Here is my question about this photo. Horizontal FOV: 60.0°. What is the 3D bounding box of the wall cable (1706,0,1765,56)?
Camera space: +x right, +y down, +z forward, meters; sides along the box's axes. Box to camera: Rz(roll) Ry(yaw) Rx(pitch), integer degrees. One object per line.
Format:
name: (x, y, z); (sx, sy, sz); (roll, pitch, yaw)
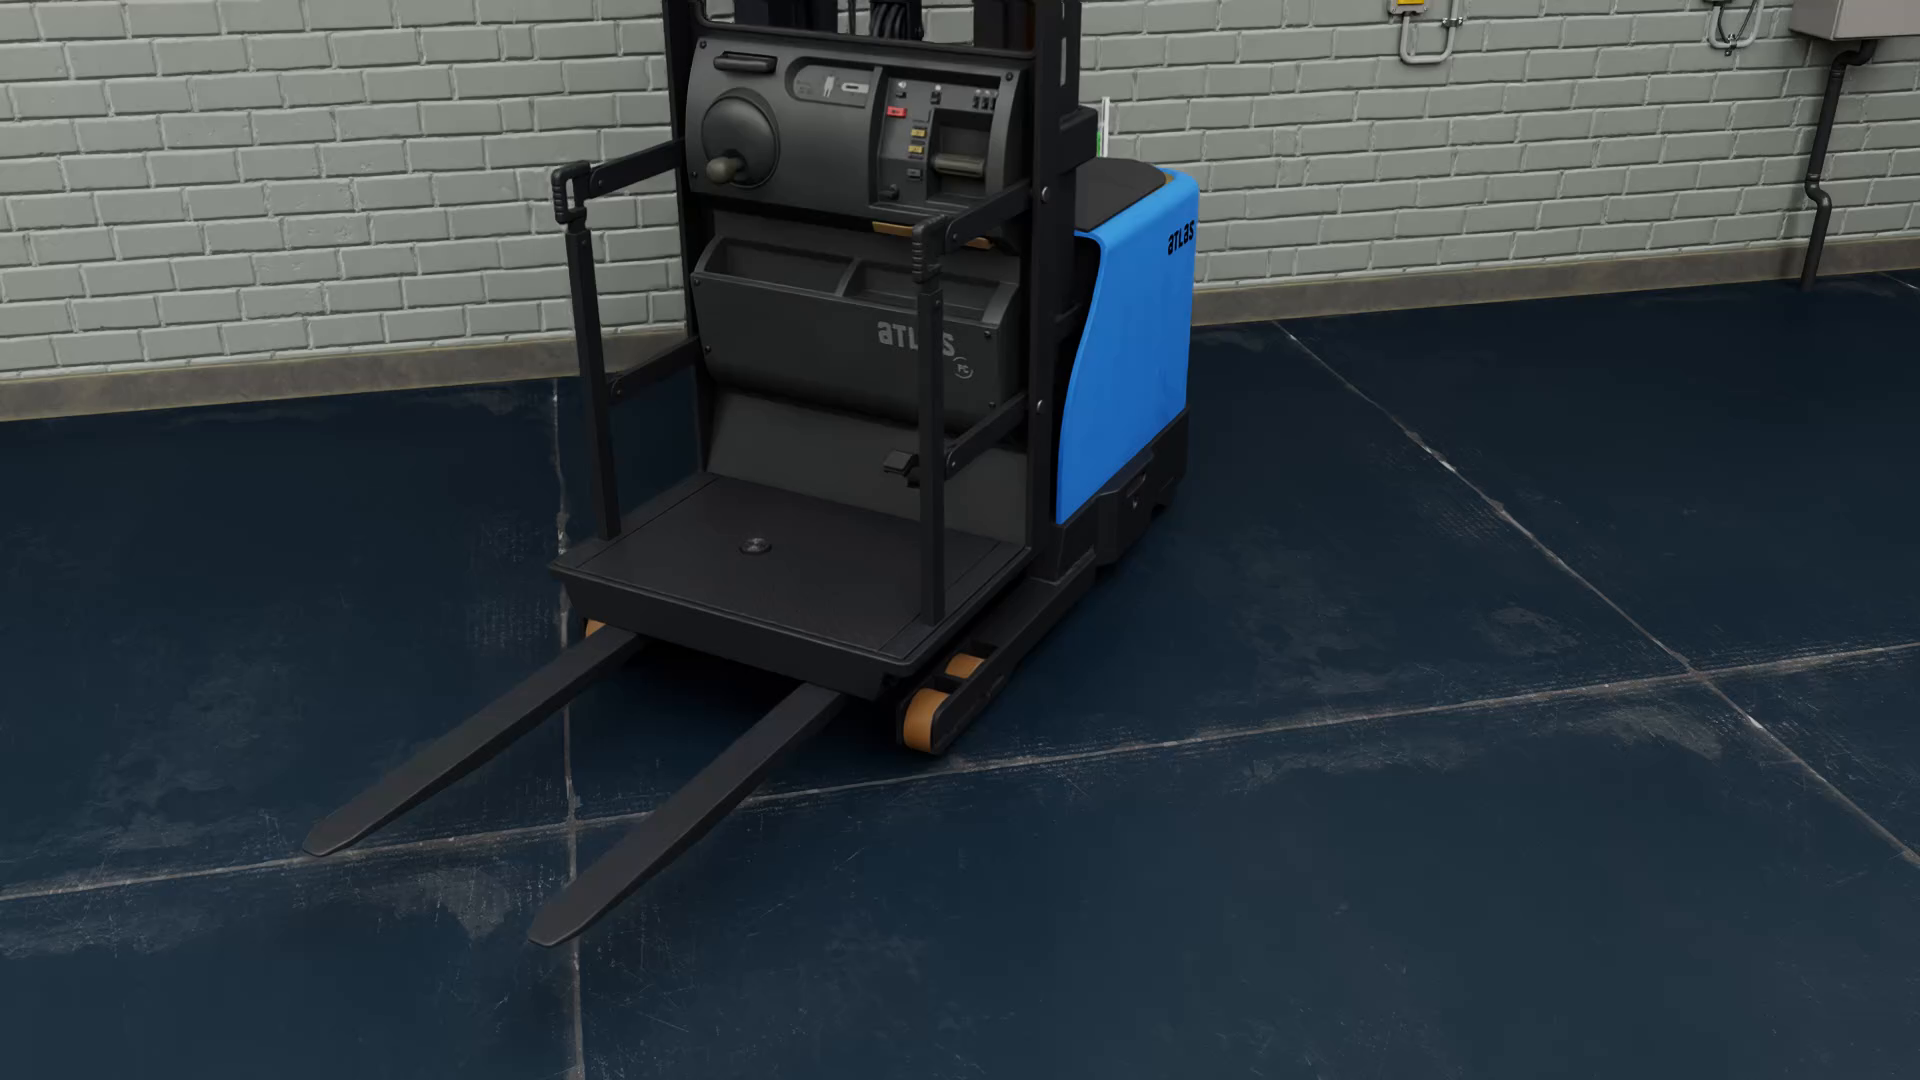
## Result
wall cable: (3.138, -2.911, 6.561); (0.588, 1.984, 0.122); (-6, 27, -12)

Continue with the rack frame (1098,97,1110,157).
rack frame: (0.405, -0.883, 5.669); (0.015, 1.200, 0.240); (23, 35, 38)

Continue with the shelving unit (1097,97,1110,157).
shelving unit: (0.227, -0.959, 5.818); (0.503, 1.200, 0.258); (23, 35, 38)

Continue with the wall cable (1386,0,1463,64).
wall cable: (1.758, -2.776, 6.259); (0.585, 1.953, 0.123); (-6, 27, -12)

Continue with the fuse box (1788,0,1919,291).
fuse box: (3.838, -1.883, 7.081); (0.539, 1.711, 0.414); (-6, 27, -12)

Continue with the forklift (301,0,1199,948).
forklift: (-0.381, -0.999, 3.976); (1.130, 2.935, 3.031); (13, 30, 25)

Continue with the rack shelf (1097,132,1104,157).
rack shelf: (0.227, -1.330, 5.631); (0.480, 0.148, 0.258); (23, 35, 38)
